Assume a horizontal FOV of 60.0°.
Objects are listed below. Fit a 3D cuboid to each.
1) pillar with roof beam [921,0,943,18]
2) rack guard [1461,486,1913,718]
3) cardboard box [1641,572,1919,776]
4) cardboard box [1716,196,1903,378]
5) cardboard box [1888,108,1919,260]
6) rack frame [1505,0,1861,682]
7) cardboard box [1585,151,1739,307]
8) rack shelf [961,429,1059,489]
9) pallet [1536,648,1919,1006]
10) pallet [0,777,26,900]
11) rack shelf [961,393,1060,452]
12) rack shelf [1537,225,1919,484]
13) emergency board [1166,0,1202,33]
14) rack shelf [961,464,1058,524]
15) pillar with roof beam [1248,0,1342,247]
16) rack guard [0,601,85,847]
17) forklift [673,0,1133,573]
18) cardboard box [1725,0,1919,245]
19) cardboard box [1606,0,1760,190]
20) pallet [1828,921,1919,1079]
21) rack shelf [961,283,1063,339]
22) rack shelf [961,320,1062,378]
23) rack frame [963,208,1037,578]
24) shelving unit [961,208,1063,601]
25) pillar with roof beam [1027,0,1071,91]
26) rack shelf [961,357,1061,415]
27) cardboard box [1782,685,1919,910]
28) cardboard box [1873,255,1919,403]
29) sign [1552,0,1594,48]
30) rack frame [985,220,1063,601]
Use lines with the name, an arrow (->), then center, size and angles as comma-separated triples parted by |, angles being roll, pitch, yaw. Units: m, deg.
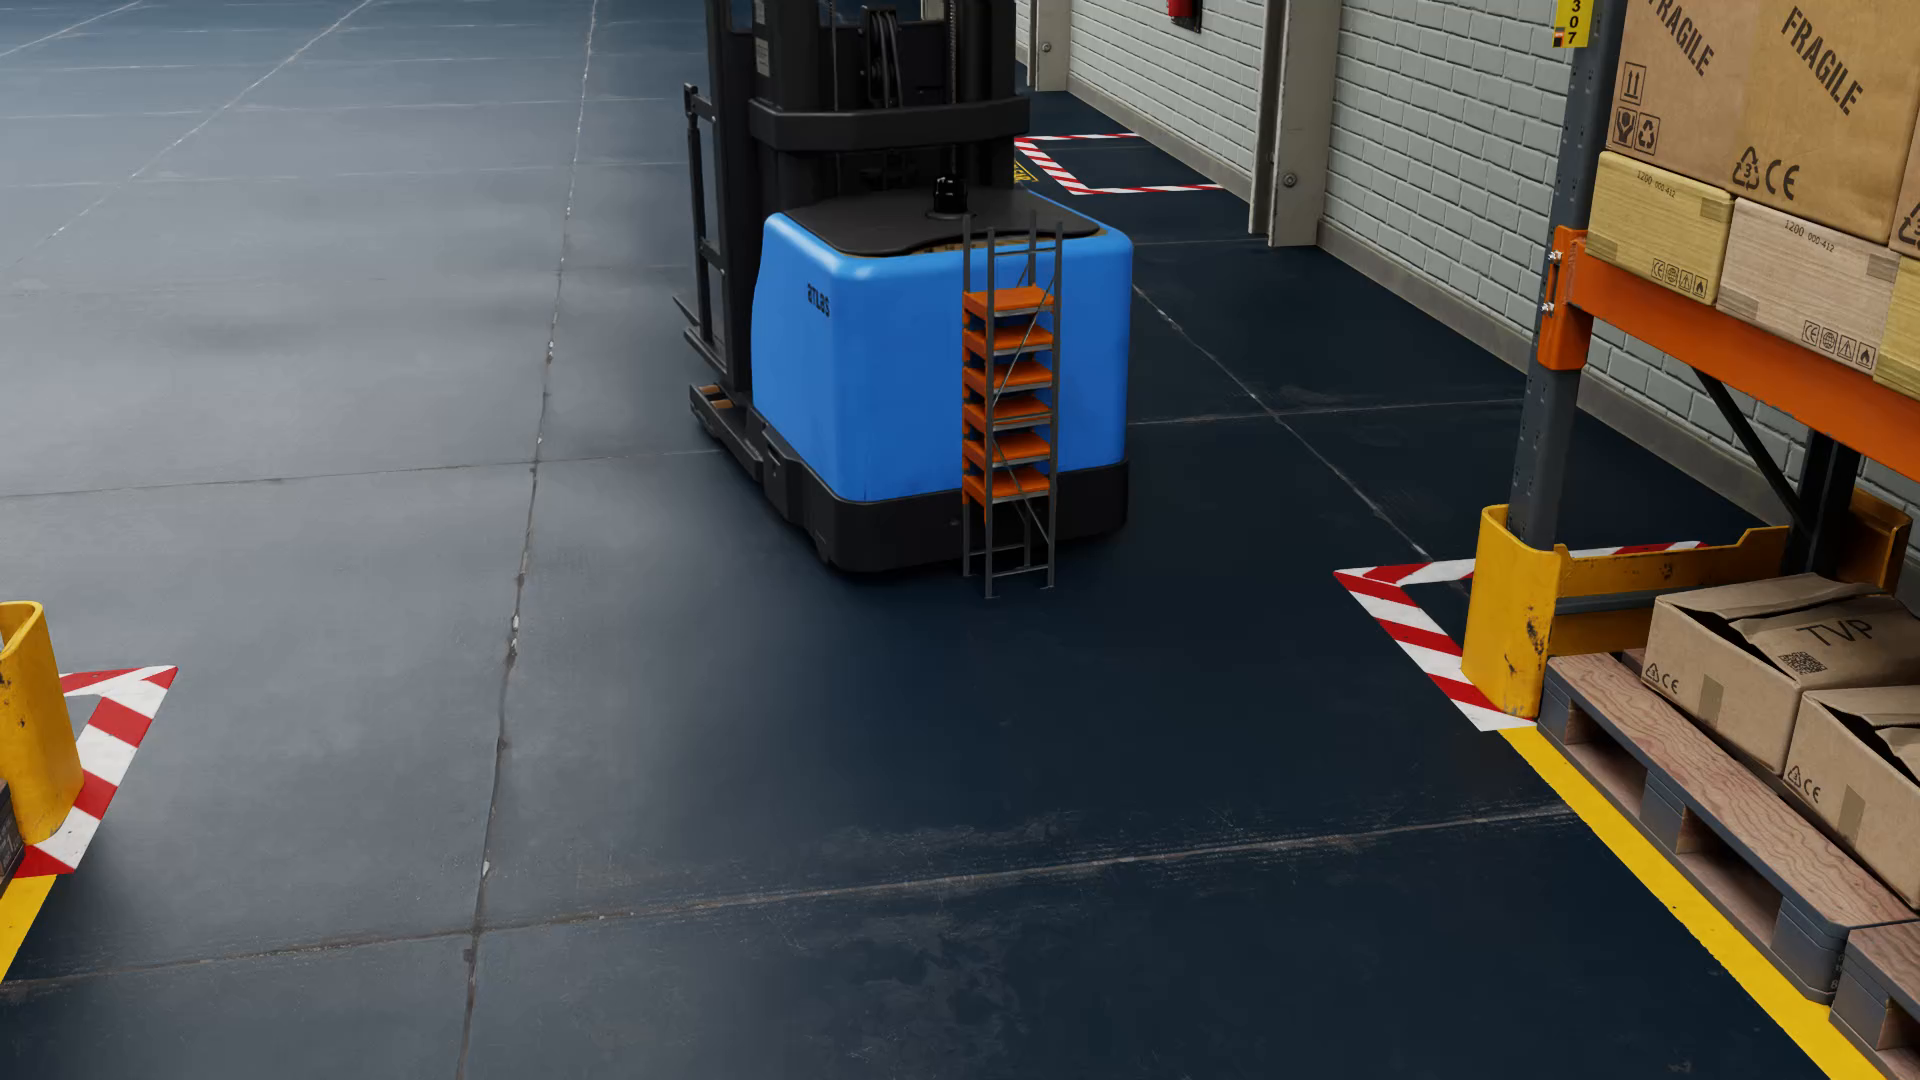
pillar with roof beam -> -4.530, -10.316, 18.126 | 9.100, 9.000, 0.400 | -4, 24, -10
rack guard -> 2.064, 0.159, 4.761 | 1.175, 0.500, 0.348 | -4, 24, -10
cardboard box -> 2.089, 0.293, 4.141 | 0.500, 0.311, 0.500 | -7, 25, -16
cardboard box -> 1.938, -0.538, 3.397 | 0.500, 0.250, 0.500 | -5, 24, -11
cardboard box -> 2.014, -0.692, 2.811 | 0.500, 0.500, 0.500 | -5, 24, -11
rack frame -> 2.050, -1.016, 4.329 | 1.000, 3.000, 0.127 | -4, 24, -10
cardboard box -> 1.828, -0.741, 3.862 | 0.500, 0.250, 0.500 | -5, 24, -11
rack shelf -> 0.157, -0.259, 5.254 | 0.258, 0.103, 0.180 | -9, 25, -21
pallet -> 2.179, 0.614, 4.081 | 1.003, 0.211, 1.213 | -4, 24, -10
pallet -> -2.635, 0.927, 3.363 | 1.003, 0.211, 1.213 | -4, 24, -10
rack shelf -> 0.157, -0.369, 5.206 | 0.258, 0.103, 0.180 | -9, 25, -21
rack shelf -> 2.420, 0.100, 2.672 | 1.077, 0.370, 4.000 | -4, 24, -10
emergency board -> 1.500, -4.140, 11.481 | 0.194, 1.169, 0.643 | -4, 24, -10
rack shelf -> 0.157, -0.149, 5.302 | 0.258, 0.103, 0.180 | -9, 25, -21
pillar with roof beam -> -2.311, -5.596, 7.319 | 9.100, 9.000, 0.400 | -4, 24, -10
rack guard -> -2.822, 0.488, 4.008 | 1.175, 0.500, 0.348 | -4, 24, -10
forklift -> -0.461, -1.799, 6.206 | 1.130, 2.935, 3.031 | -9, 25, -21
cardboard box -> 1.924, -0.895, 3.277 | 0.500, 0.500, 0.500 | -4, 24, -10
cardboard box -> 1.843, -1.090, 3.724 | 0.500, 0.500, 0.500 | -4, 24, -10
pallet -> 2.401, 1.093, 2.985 | 1.003, 0.211, 1.213 | -4, 24, -10
rack shelf -> 0.157, -0.698, 5.062 | 0.258, 0.103, 0.180 | -9, 25, -21
rack shelf -> 0.157, -0.589, 5.110 | 0.258, 0.103, 0.180 | -9, 25, -21
rack frame -> 0.122, -0.443, 5.265 | 0.240, 1.200, 0.006 | -9, 25, -21
shelving unit -> 0.157, -0.409, 5.188 | 0.258, 1.200, 0.189 | -9, 25, -21
pillar with roof beam -> -3.420, -7.956, 12.722 | 9.100, 9.000, 0.400 | -4, 24, -10
rack shelf -> 0.157, -0.479, 5.158 | 0.258, 0.103, 0.180 | -9, 25, -21
cardboard box -> 2.195, 0.517, 3.627 | 0.500, 0.311, 0.500 | -2, 24, -5
cardboard box -> 2.026, -0.337, 2.937 | 0.500, 0.250, 0.500 | -5, 24, -11
sign -> 1.517, -1.373, 4.064 | 0.100, 0.325, 0.005 | -4, 24, -10
rack frame -> 0.192, -0.376, 5.111 | 0.240, 1.200, 0.006 | -9, 25, -21
